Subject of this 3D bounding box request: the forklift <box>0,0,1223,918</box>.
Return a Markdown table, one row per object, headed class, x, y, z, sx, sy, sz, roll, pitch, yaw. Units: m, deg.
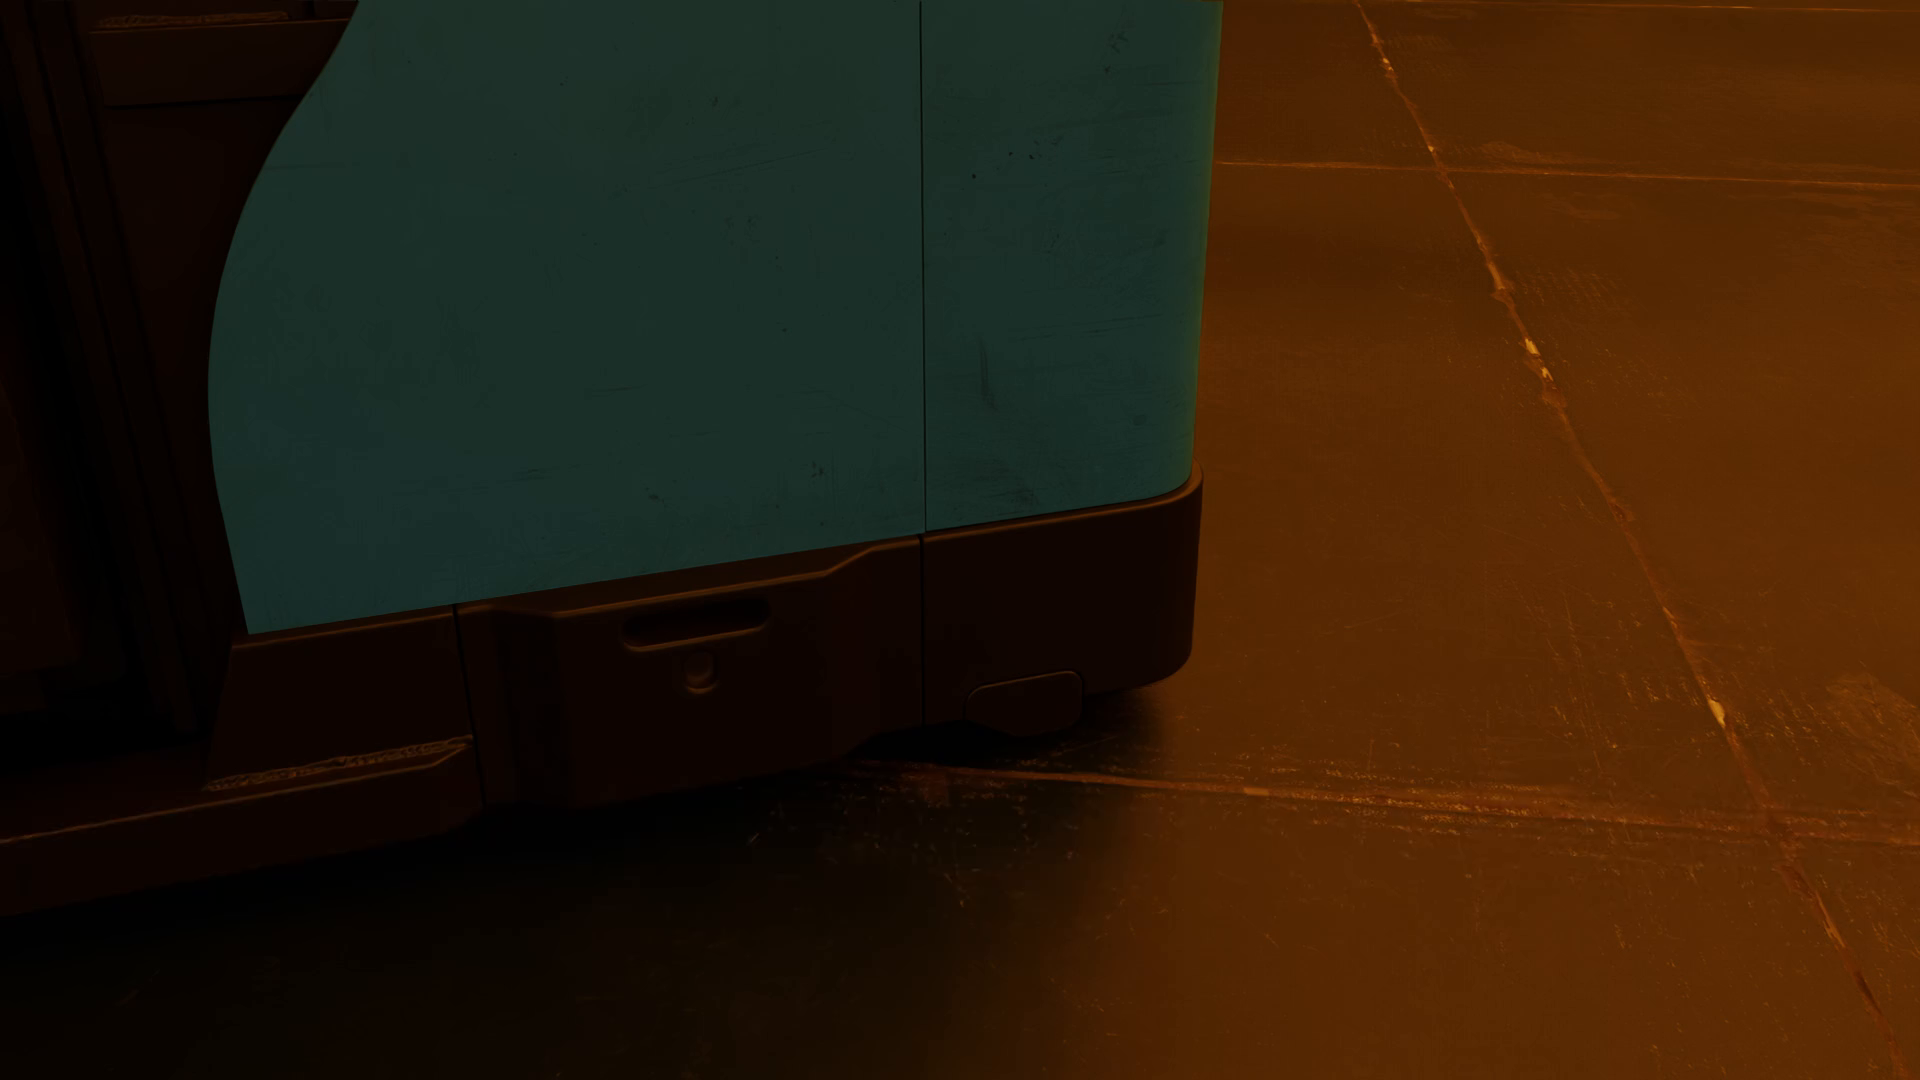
| class | x | y | z | sx | sy | sz | roll | pitch | yaw |
| --- | --- | --- | --- | --- | --- | --- | --- | --- | --- |
| forklift | -1.286 | -1.090 | 1.402 | 3.031 | 2.935 | 1.130 | -9 | 28 | -17 |
